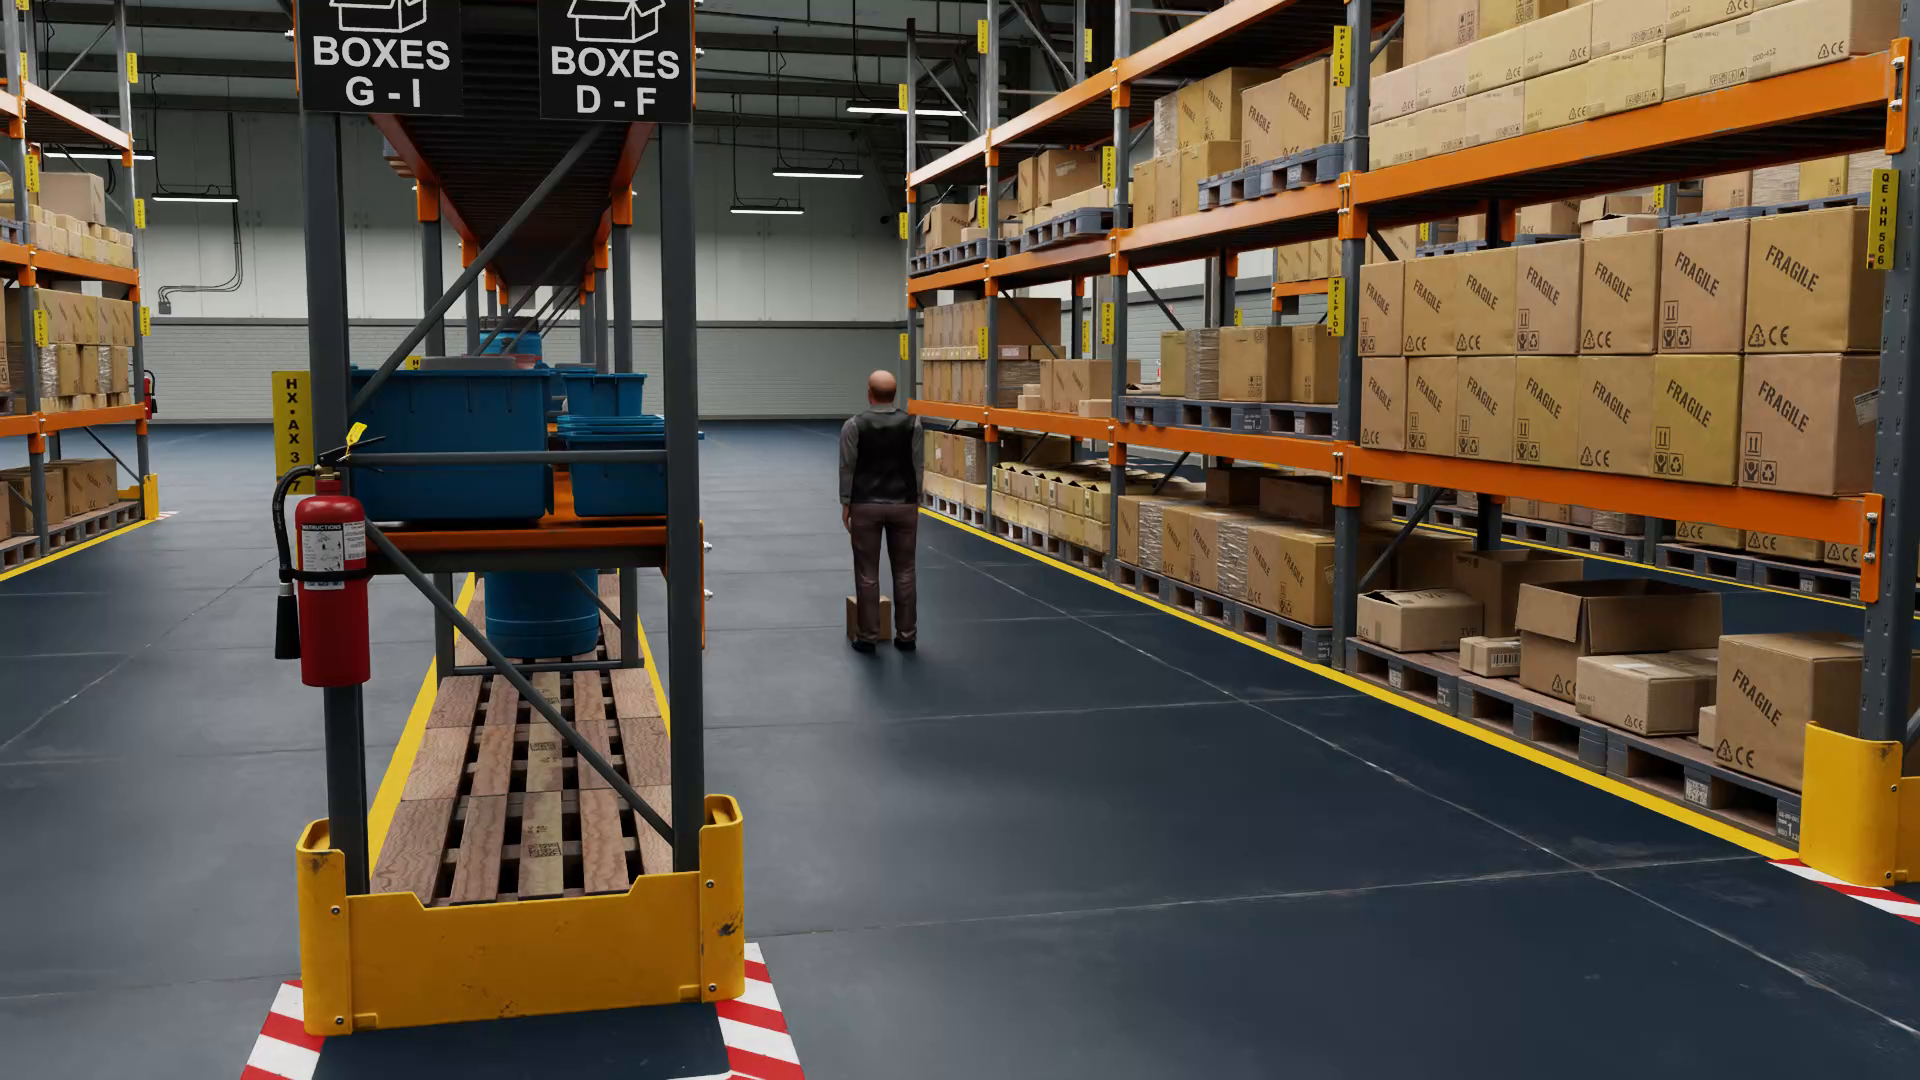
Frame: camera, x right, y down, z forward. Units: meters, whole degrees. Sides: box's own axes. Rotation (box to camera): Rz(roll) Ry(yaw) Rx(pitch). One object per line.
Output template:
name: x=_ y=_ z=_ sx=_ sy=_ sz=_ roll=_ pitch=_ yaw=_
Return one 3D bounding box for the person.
person: x=-0.488 y=-0.136 z=10.236 sx=0.530 sy=1.636 sz=0.352 roll=-1 pitch=6 yaw=-12
